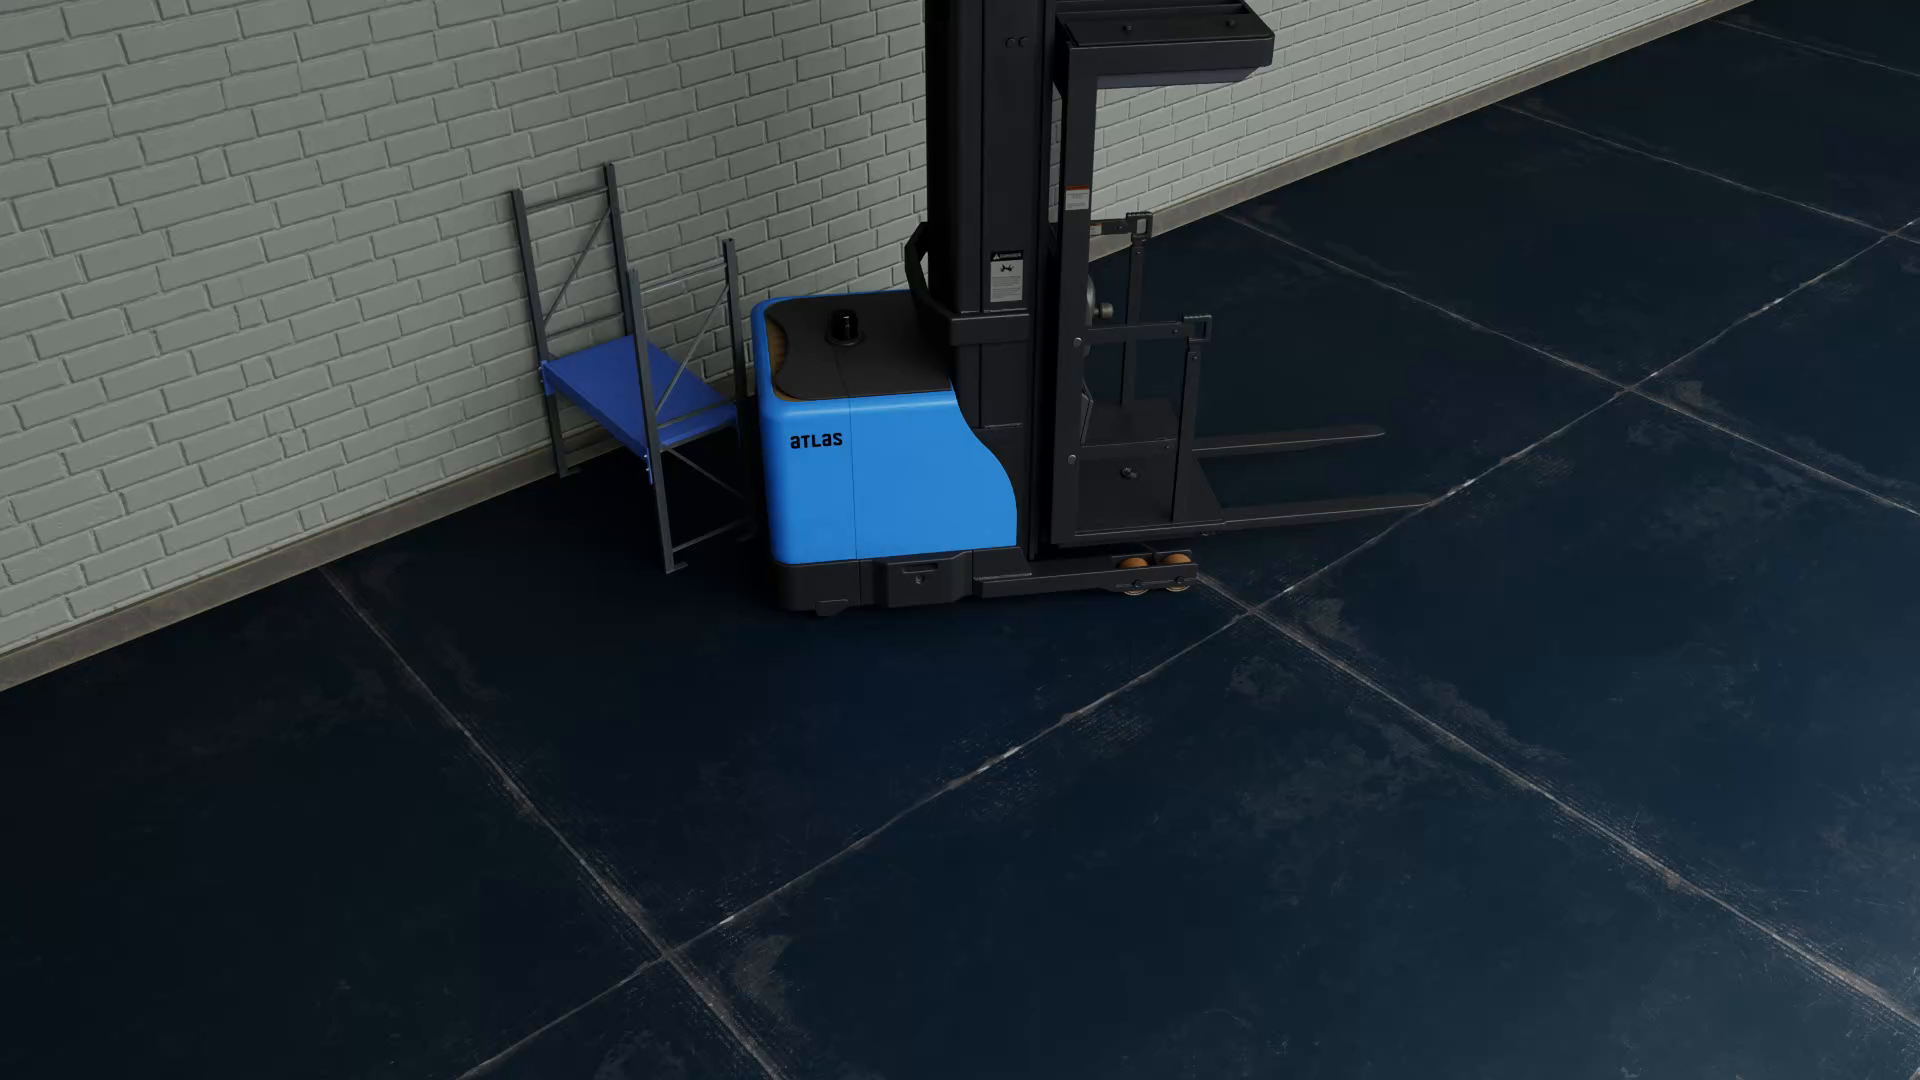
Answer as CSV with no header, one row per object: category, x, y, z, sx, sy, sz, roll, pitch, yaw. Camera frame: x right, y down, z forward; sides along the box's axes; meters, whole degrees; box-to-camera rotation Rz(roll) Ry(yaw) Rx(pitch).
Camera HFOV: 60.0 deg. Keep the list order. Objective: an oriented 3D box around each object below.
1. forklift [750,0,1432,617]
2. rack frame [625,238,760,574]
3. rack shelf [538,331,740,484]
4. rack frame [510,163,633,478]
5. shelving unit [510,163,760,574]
forklift,0.616,-1.249,6.977,3.031,2.935,1.130,-5,36,-7
rack frame,-1.142,-0.553,7.233,0.500,1.500,0.032,-25,42,-31
rack shelf,-1.460,-0.635,7.660,0.538,0.185,1.000,-25,42,-31
rack frame,-1.778,-1.011,7.880,0.500,1.500,0.032,-25,42,-31
shelving unit,-1.460,-0.782,7.556,0.538,1.500,1.048,-25,42,-31
